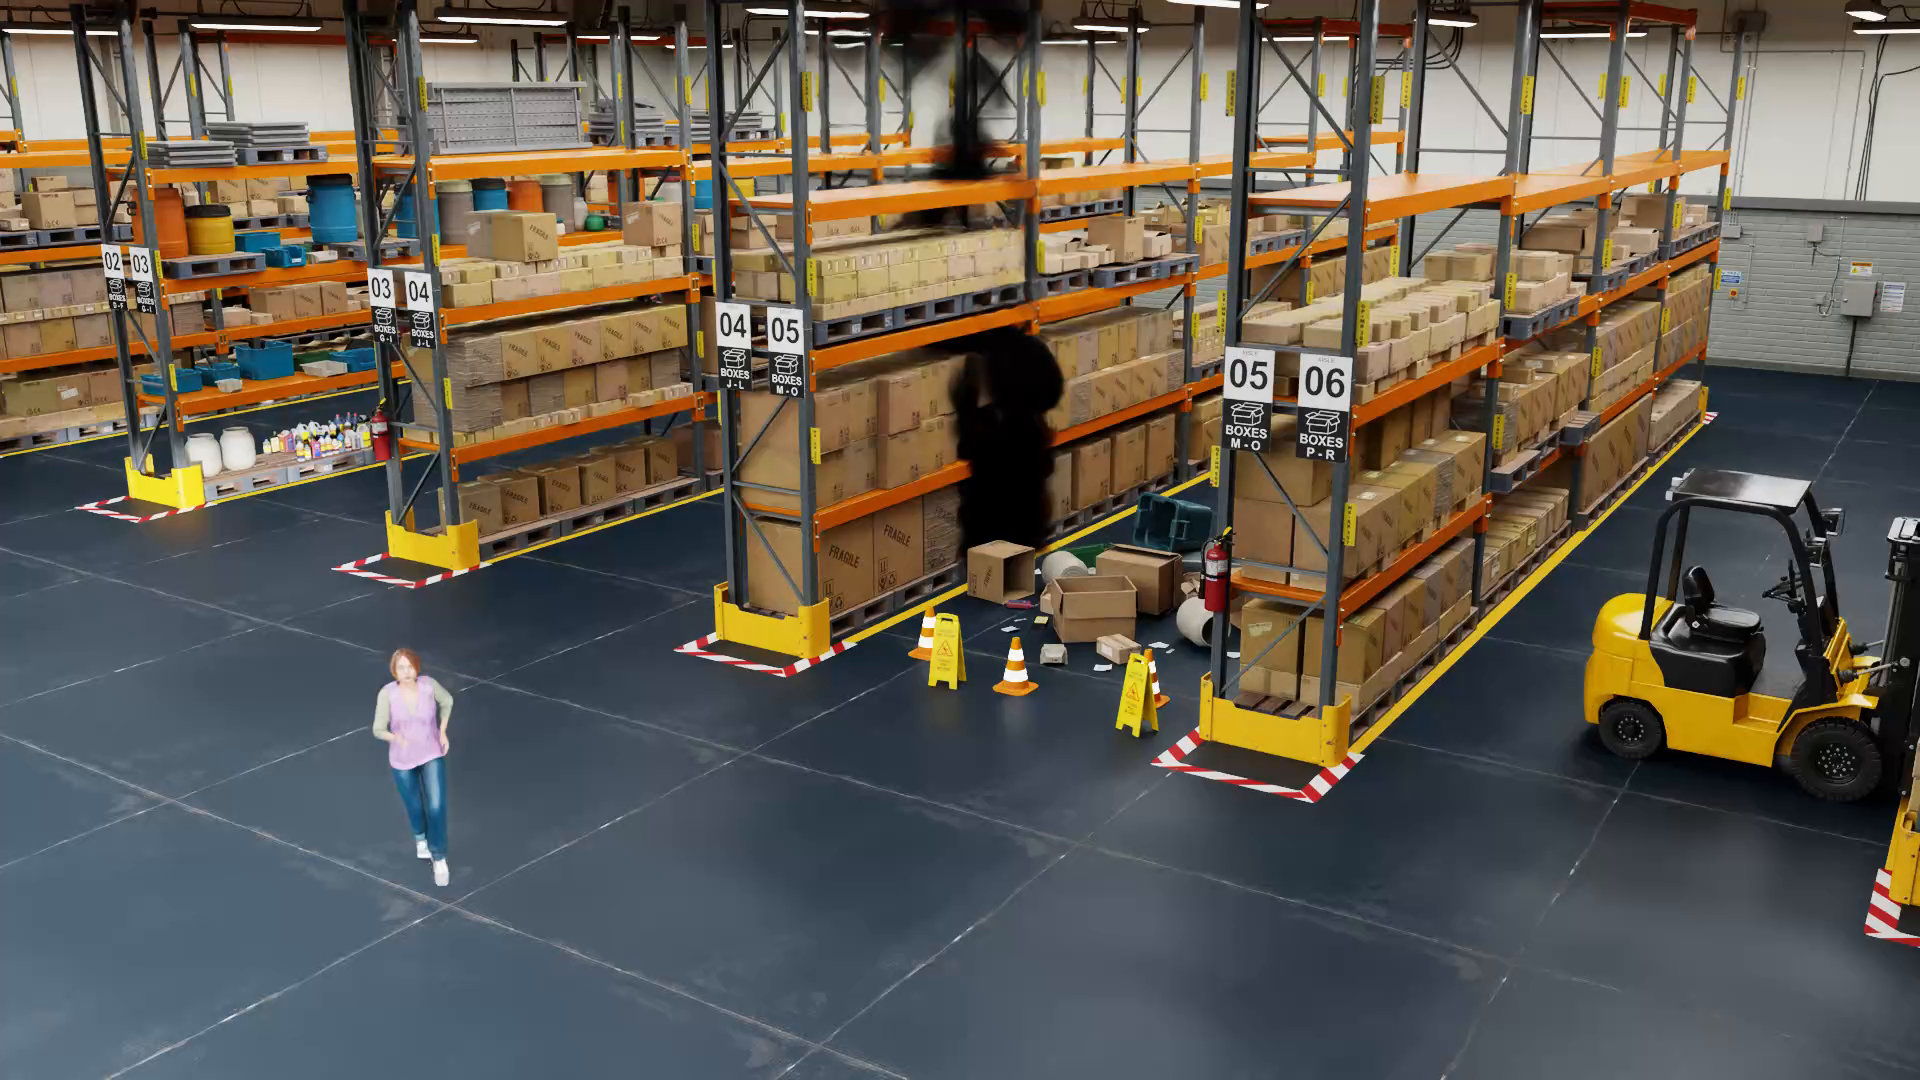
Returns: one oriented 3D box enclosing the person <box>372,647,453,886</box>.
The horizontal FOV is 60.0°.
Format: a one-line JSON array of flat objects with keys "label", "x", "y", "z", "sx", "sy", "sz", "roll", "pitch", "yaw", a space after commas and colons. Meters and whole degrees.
[{"label": "person", "x": -3.572, "y": 1.478, "z": 10.949, "sx": 0.513, "sy": 1.634, "sz": 0.702, "roll": -5, "pitch": 16, "yaw": -17}]
